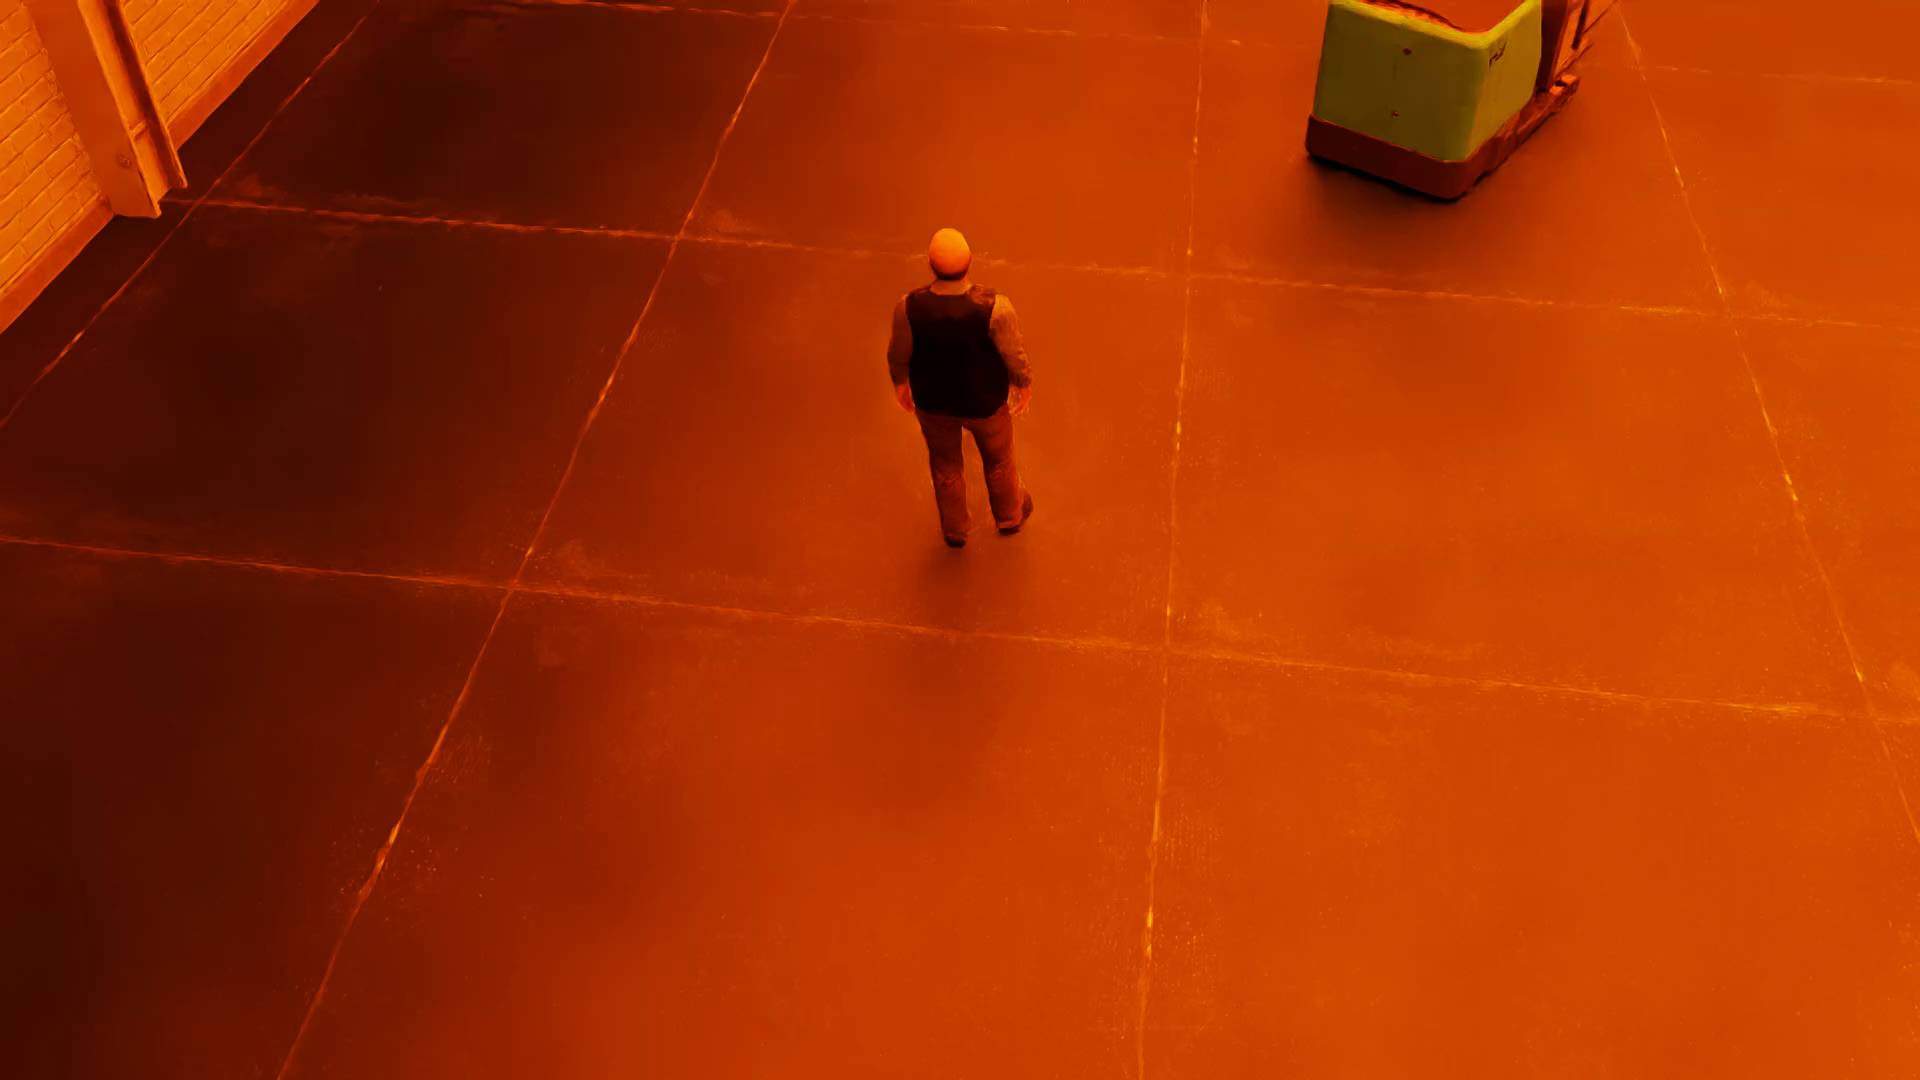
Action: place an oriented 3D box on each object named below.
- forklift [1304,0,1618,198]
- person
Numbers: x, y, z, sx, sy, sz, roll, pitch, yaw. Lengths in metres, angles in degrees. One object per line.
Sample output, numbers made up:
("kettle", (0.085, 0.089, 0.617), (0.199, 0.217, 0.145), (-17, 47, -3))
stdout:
("forklift", (3.465, -4.088, 10.175), (1.130, 2.935, 3.031), (27, 49, 27))
("person", (0.016, -0.680, 7.348), (0.632, 1.720, 0.567), (5, 43, 6))
